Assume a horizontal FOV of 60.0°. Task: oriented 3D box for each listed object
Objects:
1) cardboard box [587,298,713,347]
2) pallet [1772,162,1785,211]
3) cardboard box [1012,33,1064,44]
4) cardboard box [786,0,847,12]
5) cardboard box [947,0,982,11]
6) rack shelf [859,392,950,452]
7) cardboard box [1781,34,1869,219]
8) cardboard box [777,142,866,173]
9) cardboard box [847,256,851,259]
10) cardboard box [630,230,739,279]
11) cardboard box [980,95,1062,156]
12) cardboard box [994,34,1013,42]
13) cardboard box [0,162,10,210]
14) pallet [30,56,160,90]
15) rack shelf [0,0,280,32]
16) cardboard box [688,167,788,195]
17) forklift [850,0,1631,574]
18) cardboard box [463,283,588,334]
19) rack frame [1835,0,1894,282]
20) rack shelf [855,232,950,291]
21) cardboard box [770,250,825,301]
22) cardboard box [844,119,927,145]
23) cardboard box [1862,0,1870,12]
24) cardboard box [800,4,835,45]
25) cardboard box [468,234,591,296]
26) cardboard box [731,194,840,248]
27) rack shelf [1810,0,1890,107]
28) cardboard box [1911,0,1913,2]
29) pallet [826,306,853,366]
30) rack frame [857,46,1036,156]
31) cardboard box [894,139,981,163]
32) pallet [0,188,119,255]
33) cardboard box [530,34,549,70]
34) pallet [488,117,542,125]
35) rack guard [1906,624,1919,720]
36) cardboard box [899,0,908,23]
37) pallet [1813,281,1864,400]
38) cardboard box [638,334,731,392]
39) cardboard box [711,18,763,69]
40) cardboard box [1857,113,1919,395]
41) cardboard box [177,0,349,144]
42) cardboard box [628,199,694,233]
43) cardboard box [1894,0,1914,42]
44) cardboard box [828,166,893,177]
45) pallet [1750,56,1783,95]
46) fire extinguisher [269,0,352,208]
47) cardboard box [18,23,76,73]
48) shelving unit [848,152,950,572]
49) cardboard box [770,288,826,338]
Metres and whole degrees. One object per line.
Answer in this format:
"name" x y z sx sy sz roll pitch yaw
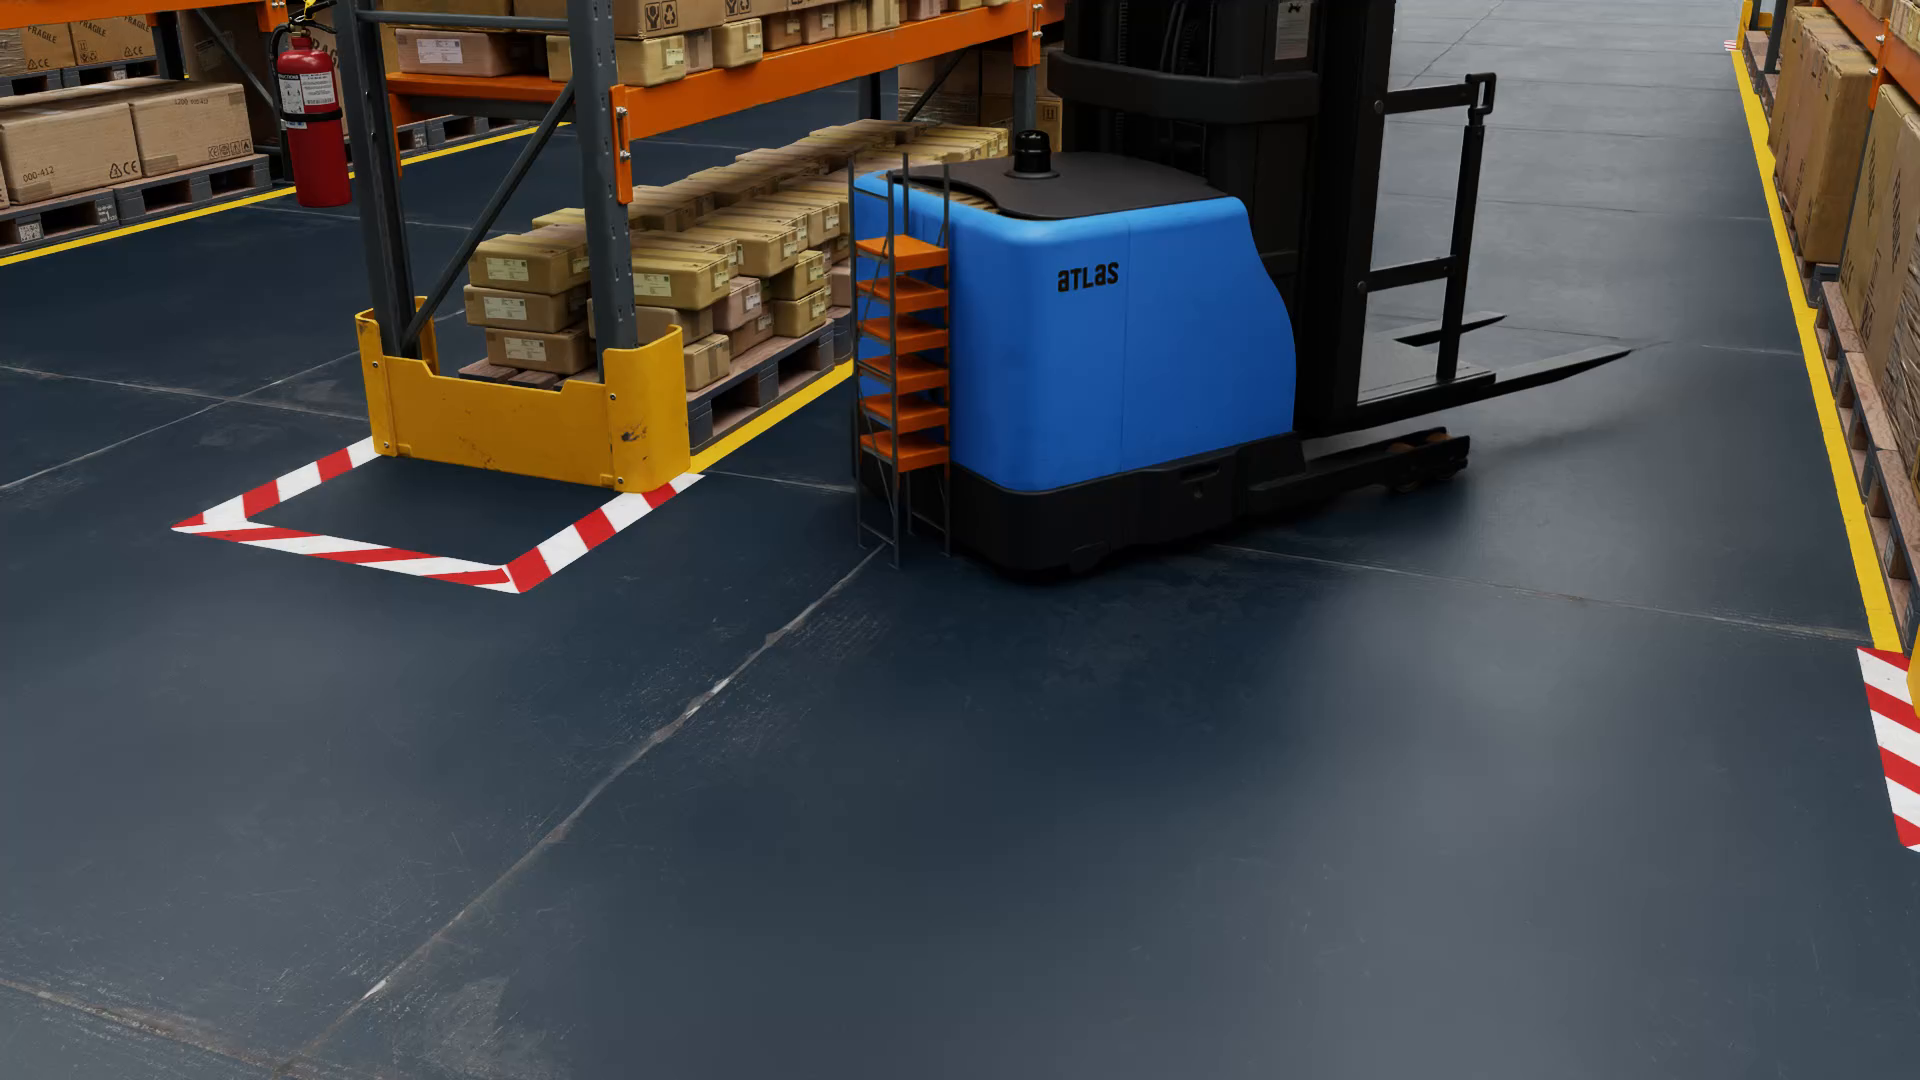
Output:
"cardboard box" -1.132 -0.817 6.083 0.380 0.149 0.250 10 25 22
"pallet" 5.611 -2.210 10.266 1.003 0.211 1.213 9 24 20
"cardboard box" 0.636 -2.886 9.994 0.500 0.250 0.500 9 24 22
"cardboard box" -0.773 -2.324 6.407 0.500 0.500 0.500 9 24 21
"cardboard box" -0.118 -2.636 7.995 0.380 0.149 0.250 10 25 22
"rack shelf" -0.175 -0.365 4.993 0.180 0.103 0.258 -14 27 -30
"cardboard box" 5.038 -2.101 8.601 1.225 0.875 0.875 8 24 18
"cardboard box" -0.681 -1.858 8.187 0.380 0.149 0.250 8 24 19
"cardboard box" -0.511 -1.227 7.449 0.380 0.149 0.250 9 24 20
"cardboard box" -1.064 -1.059 6.275 0.380 0.149 0.250 9 24 21
"cardboard box" 0.441 -2.349 9.681 0.500 0.500 0.500 10 25 22
"cardboard box" 0.166 -2.954 10.155 0.500 0.250 0.500 10 25 23
"cardboard box" -5.714 -1.914 8.721 0.875 0.438 0.875 9 24 21
"pallet" -8.149 -4.347 15.384 1.003 0.211 1.213 9 24 20
"rack shelf" -5.456 -2.707 8.773 1.077 0.370 4.000 9 24 20
"cardboard box" -1.004 -1.586 7.538 0.380 0.149 0.250 9 24 20
"forklift" 1.150 -1.670 5.444 3.031 2.935 1.130 -14 27 -30
"cardboard box" -1.634 -0.896 6.272 0.380 0.149 0.250 8 24 19
"rack frame" 4.488 -2.336 6.951 1.000 3.000 0.127 9 24 20
"rack shelf" -0.175 -0.808 4.808 0.180 0.103 0.258 -14 27 -30
"cardboard box" -0.773 -1.084 6.721 0.380 0.149 0.250 10 25 22
"cardboard box" -0.400 -2.142 8.868 0.380 0.149 0.250 10 25 22
"cardboard box" 4.598 -2.765 7.848 0.500 0.500 0.500 10 25 22
"cardboard box" -0.724 -2.080 6.664 0.380 0.149 0.250 8 24 19
"cardboard box" -1.604 -1.030 6.205 0.380 0.149 0.250 9 24 21
"cardboard box" -0.725 -1.329 6.922 0.380 0.149 0.250 10 25 22
"rack shelf" 5.231 -2.720 8.803 1.077 0.370 4.000 9 24 20
"cardboard box" 4.070 -2.274 6.610 0.500 0.250 0.500 8 24 19
"pallet" -0.748 -1.112 7.639 1.003 0.211 1.213 9 24 20
"rack frame" -0.079 -3.083 8.738 1.000 3.000 0.127 9 24 20
"cardboard box" -0.114 -1.884 8.250 0.380 0.149 0.250 9 24 20
"pallet" -5.520 -1.769 9.212 1.003 0.211 1.213 9 24 20
"cardboard box" -1.579 -1.776 5.936 0.380 0.149 0.250 9 24 20
"pallet" -3.590 -3.628 13.663 1.003 0.211 1.213 9 24 20
"rack guard" 2.993 0.257 3.986 1.175 0.500 0.348 9 24 20
"cardboard box" -0.453 -2.362 7.340 0.380 0.149 0.250 8 24 19
"pallet" 4.133 -0.789 6.864 1.003 0.211 1.213 9 24 20
"cardboard box" -1.073 -0.671 6.119 0.380 0.149 0.250 9 24 21
"cardboard box" -0.935 -1.790 5.969 0.380 0.149 0.250 8 24 19
"cardboard box" 3.834 -1.003 5.971 0.875 0.875 0.875 9 24 20
"cardboard box" -4.557 -3.202 11.235 0.875 0.875 0.875 10 25 22
"cardboard box" -1.324 -1.306 6.866 0.380 0.149 0.250 8 24 18
"cardboard box" 3.972 -2.068 6.635 0.380 0.149 0.250 8 24 18
"cardboard box" -0.386 -1.593 7.555 0.380 0.149 0.250 8 24 18
"pallet" 7.676 -4.158 14.930 1.003 0.211 1.213 9 24 20
"fire extinguisher" -2.087 -1.419 5.340 0.296 0.674 0.183 9 24 20
"cardboard box" -8.182 -4.389 14.563 0.500 0.500 0.500 10 25 22
"shelving unit" -0.175 -0.517 4.930 0.189 1.200 0.258 -14 27 -30
"cardboard box" -0.770 -0.942 6.768 0.380 0.149 0.250 9 24 21
